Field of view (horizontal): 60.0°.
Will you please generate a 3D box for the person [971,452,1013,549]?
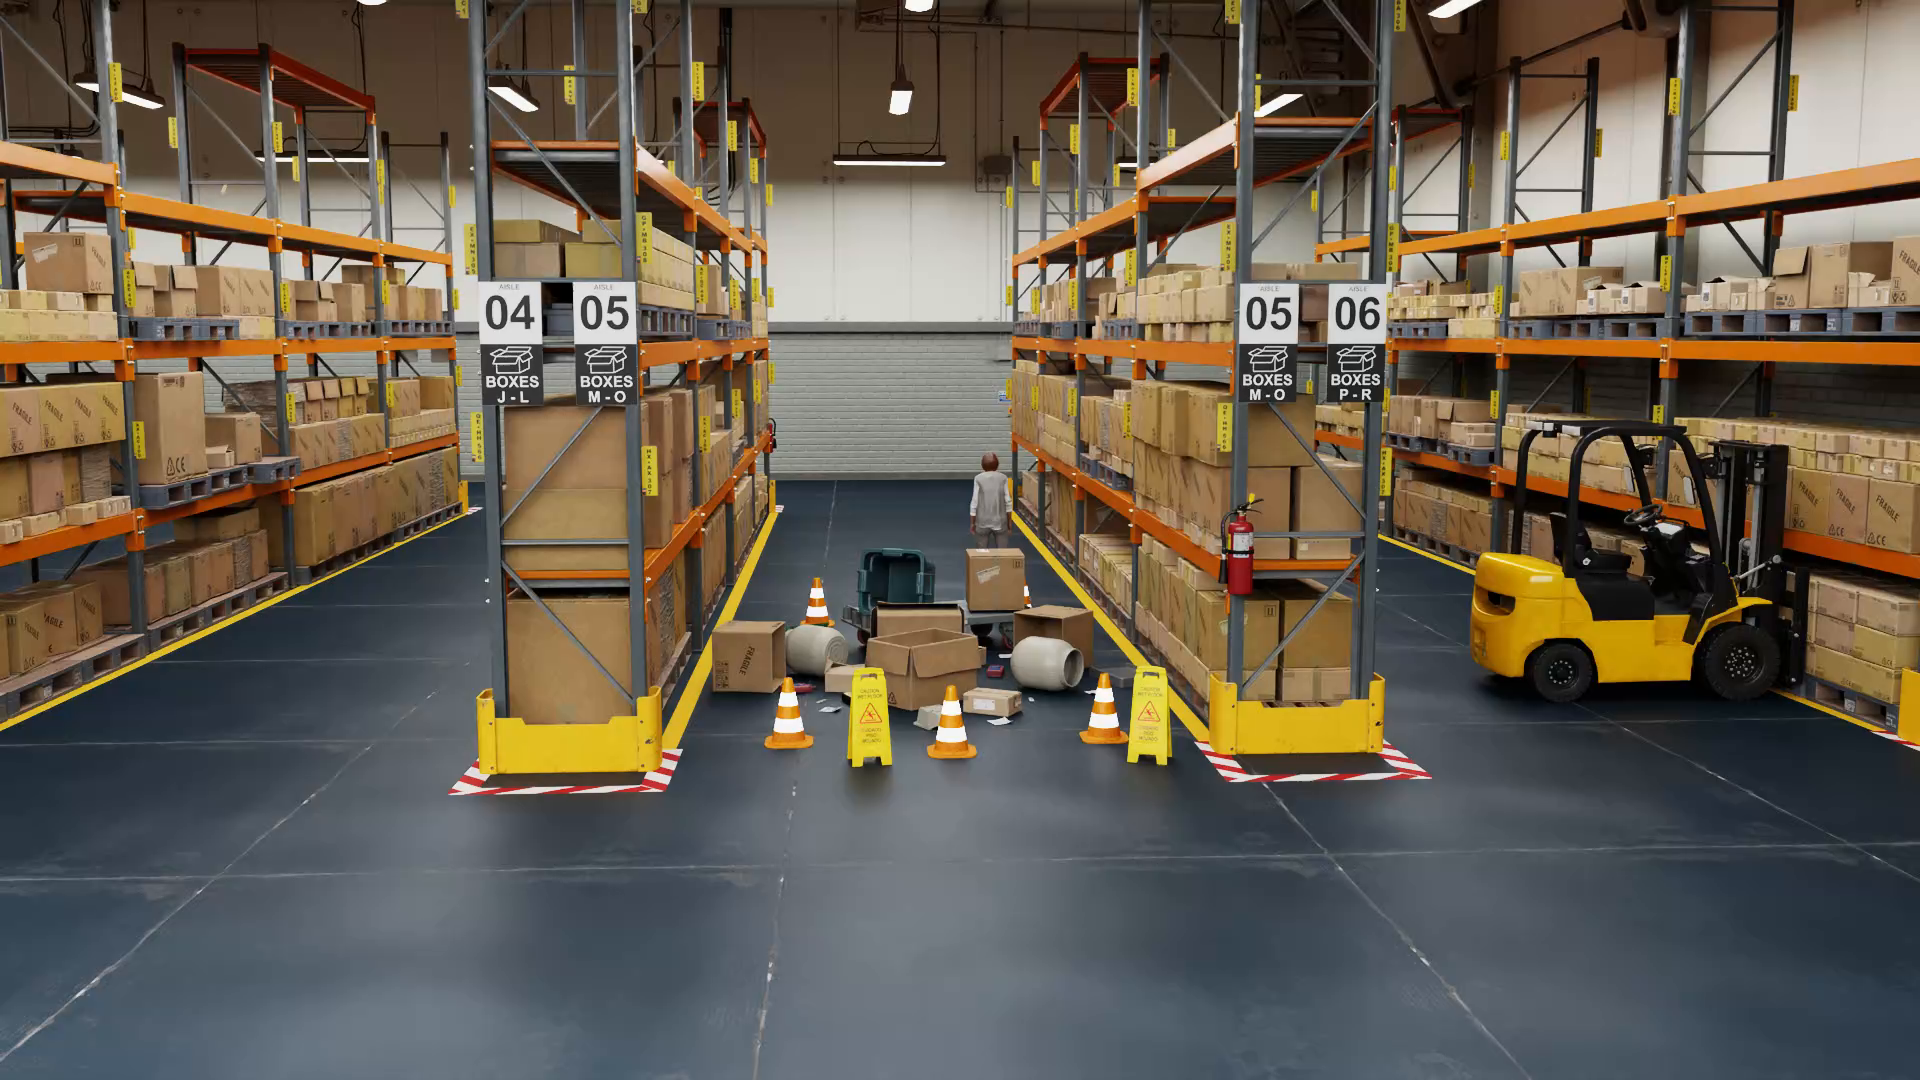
[{"bbox_3d":[0.340,-0.156,18.061,0.461,1.593,0.365,0,7,-3],"label":"person"}]
